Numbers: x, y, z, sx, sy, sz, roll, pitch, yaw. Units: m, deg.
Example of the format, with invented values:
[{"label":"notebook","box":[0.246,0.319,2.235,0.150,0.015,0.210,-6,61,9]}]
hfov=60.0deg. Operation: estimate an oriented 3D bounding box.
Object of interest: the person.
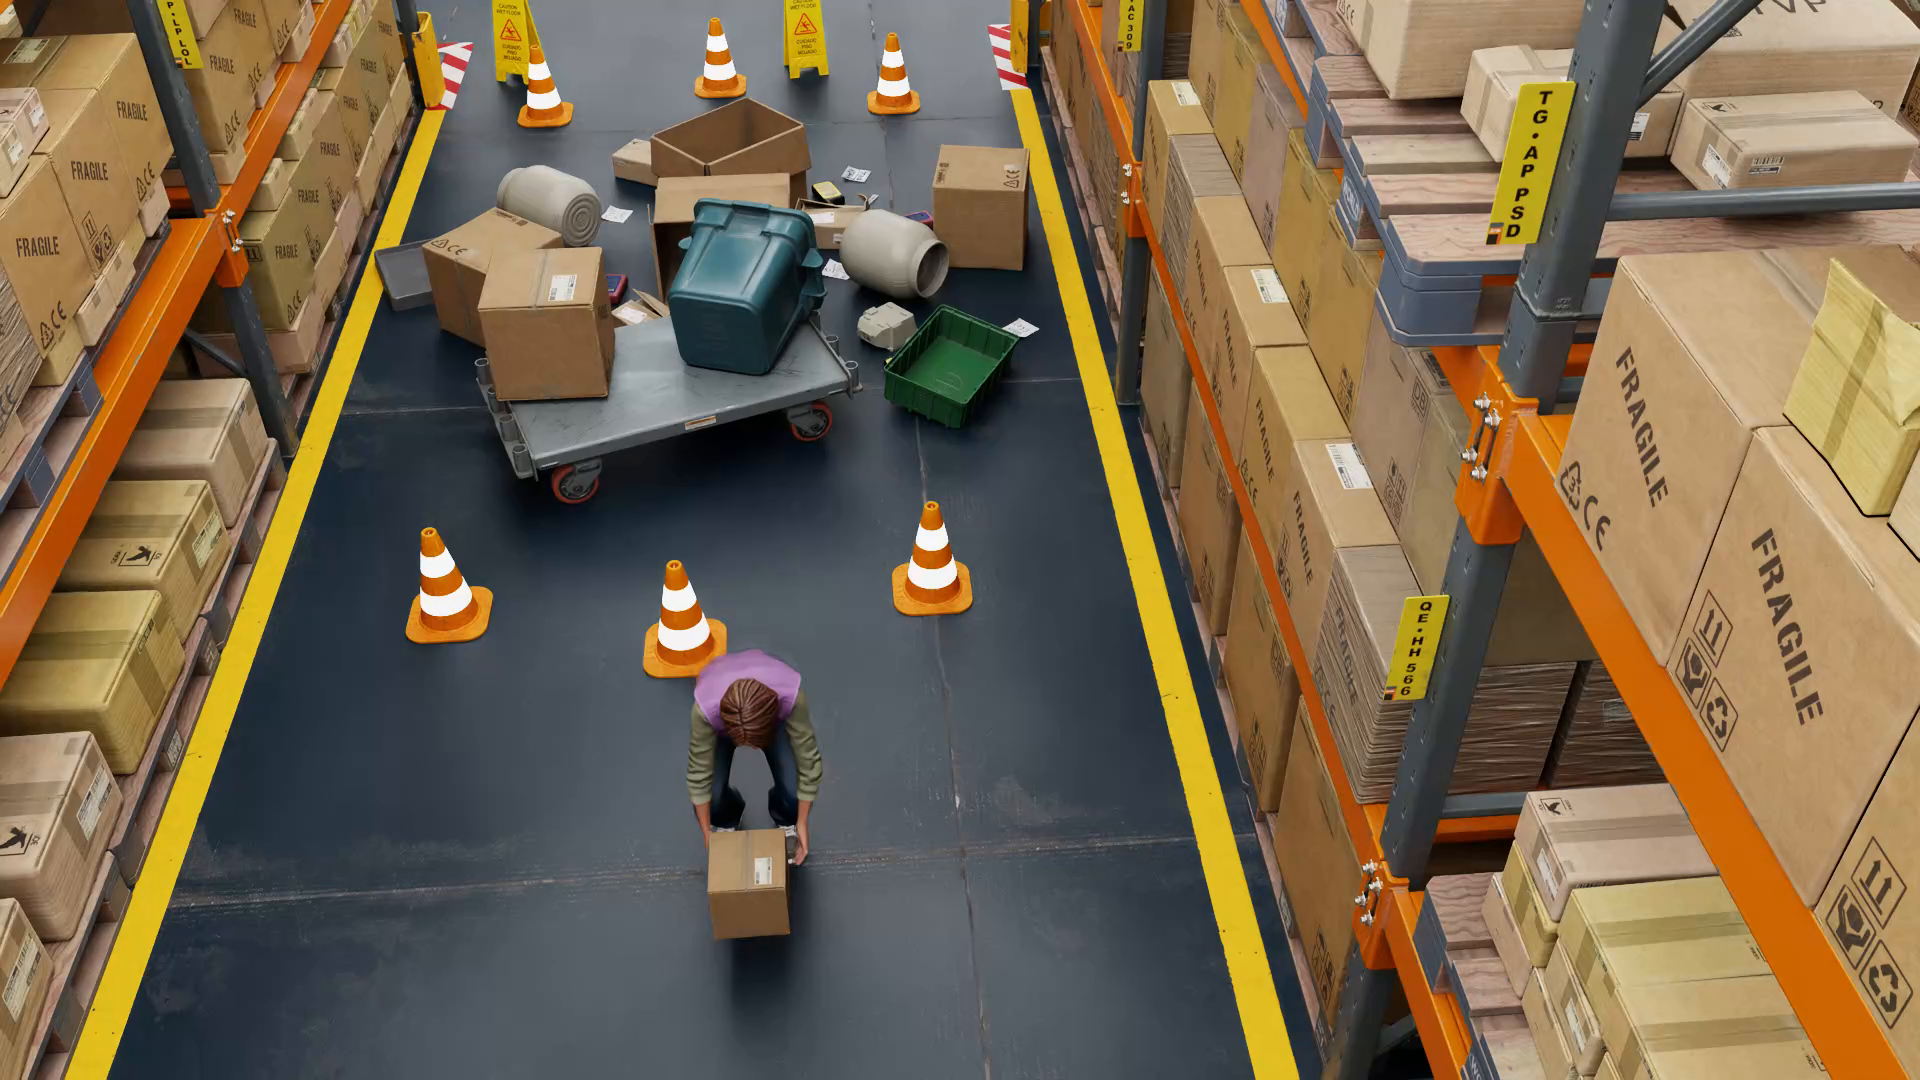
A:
[{"label":"person","box":[-0.702,0.720,5.698,0.461,1.086,0.745,-3,40,-4]}]
